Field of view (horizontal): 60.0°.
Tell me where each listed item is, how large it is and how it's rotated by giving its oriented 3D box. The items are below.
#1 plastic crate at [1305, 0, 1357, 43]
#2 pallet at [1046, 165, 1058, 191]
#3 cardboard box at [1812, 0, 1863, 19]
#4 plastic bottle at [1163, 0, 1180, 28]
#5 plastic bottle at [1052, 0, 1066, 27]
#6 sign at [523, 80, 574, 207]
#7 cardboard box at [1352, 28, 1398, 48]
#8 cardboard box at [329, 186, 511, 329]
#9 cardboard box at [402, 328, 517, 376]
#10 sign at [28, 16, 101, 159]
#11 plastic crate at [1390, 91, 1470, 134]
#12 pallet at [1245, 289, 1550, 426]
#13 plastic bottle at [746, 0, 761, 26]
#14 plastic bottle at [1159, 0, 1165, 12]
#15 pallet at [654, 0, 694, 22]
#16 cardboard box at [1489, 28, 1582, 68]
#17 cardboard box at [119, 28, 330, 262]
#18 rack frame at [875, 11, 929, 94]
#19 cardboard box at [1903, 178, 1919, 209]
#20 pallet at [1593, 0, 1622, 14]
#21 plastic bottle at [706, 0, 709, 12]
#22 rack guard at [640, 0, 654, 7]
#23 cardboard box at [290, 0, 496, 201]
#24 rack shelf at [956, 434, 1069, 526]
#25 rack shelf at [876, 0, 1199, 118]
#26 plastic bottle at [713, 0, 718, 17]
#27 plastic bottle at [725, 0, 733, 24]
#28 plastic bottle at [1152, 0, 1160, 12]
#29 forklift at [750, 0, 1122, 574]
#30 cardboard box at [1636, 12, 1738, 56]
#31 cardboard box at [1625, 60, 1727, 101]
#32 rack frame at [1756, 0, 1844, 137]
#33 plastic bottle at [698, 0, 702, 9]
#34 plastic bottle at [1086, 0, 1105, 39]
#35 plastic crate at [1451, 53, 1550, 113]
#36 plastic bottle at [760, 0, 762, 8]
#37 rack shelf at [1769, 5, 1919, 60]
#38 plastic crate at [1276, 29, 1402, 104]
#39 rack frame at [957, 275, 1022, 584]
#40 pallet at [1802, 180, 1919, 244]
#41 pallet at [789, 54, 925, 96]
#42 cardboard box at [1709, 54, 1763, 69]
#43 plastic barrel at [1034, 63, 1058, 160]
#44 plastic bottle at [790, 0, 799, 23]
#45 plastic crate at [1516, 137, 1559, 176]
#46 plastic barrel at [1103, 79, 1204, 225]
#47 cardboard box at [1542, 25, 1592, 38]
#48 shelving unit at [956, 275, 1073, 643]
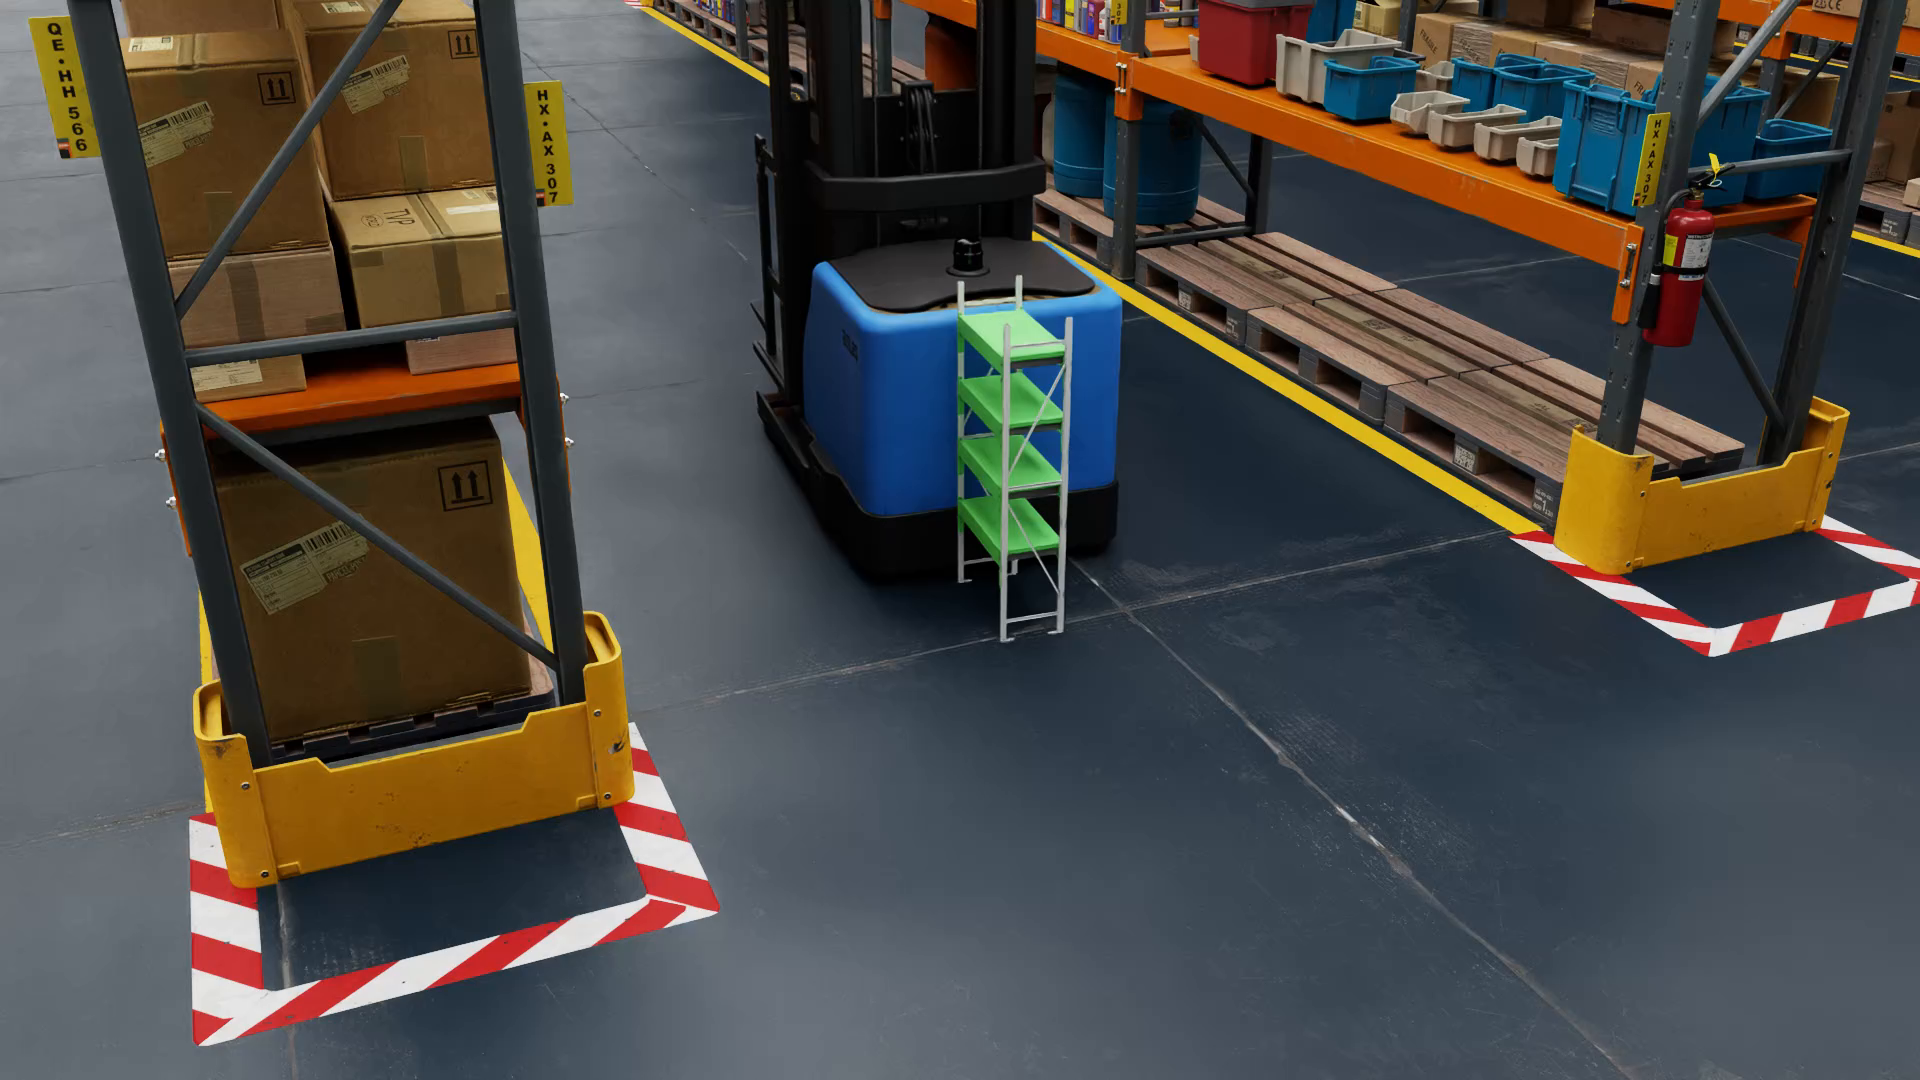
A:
[{"bbox_3d":[1.888,-2.883,9.186,0.392,0.384,0.575,-11,28,-21],"label":"plastic crate"},{"bbox_3d":[0.645,-2.552,11.736,1.003,0.211,1.213,-11,28,-21],"label":"pallet"},{"bbox_3d":[5.899,-3.635,10.662,0.500,0.500,0.500,-10,28,-19],"label":"cardboard box"},{"bbox_3d":[1.309,-3.275,10.265,0.097,0.201,0.097,0,26,0],"label":"plastic bottle"},{"bbox_3d":[0.657,-3.360,10.270,0.144,0.351,0.185,-11,28,-21],"label":"plastic bottle"},{"bbox_3d":[-1.087,-1.045,4.394,0.100,0.325,0.005,-11,28,-21],"label":"sign"},{"bbox_3d":[3.953,-4.581,15.369,0.500,0.250,0.500,-10,28,-19],"label":"cardboard box"},{"bbox_3d":[-1.540,-0.834,4.871,0.500,0.250,0.500,-11,28,-22],"label":"cardboard box"},{"bbox_3d":[-1.435,-0.614,4.876,0.380,0.149,0.250,-10,28,-20],"label":"cardboard box"},{"bbox_3d":[-2.105,-1.066,3.926,0.100,0.325,0.005,-11,28,-21],"label":"sign"},{"bbox_3d":[2.107,-1.929,7.514,0.298,0.136,0.250,-11,28,-21],"label":"plastic crate"},{"bbox_3d":[2.196,-0.957,8.469,1.003,0.211,1.213,-11,28,-21],"label":"pallet"},{"bbox_3d":[-2.127,-5.465,17.043,0.144,0.351,0.185,-11,28,-21],"label":"plastic bottle"},{"bbox_3d":[1.320,-3.434,10.591,0.097,0.201,0.097,0,26,0],"label":"plastic bottle"},{"bbox_3d":[-2.922,-6.233,19.275,1.003,0.211,1.213,-11,28,-21],"label":"pallet"},{"bbox_3d":[4.701,-3.885,13.636,0.500,0.500,0.500,-11,28,-21],"label":"cardboard box"},{"bbox_3d":[-2.033,-1.082,4.524,0.500,0.500,0.500,-10,28,-20],"label":"cardboard box"},{"bbox_3d":[-0.176,-4.608,12.769,1.000,3.000,0.127,-11,28,-21],"label":"rack frame"},{"bbox_3d":[6.263,-2.213,10.592,0.380,0.166,0.250,-11,28,-21],"label":"cardboard box"},{"bbox_3d":[7.680,-6.358,19.531,1.003,0.211,1.213,-11,28,-21],"label":"pallet"},{"bbox_3d":[-2.673,-5.773,17.844,0.097,0.201,0.097,0,26,0],"label":"plastic bottle"},{"bbox_3d":[-3.236,-6.692,19.886,1.175,0.500,0.348,-11,28,-21],"label":"rack guard"},{"bbox_3d":[-1.735,-1.373,5.119,0.500,0.500,0.500,-11,28,-22],"label":"cardboard box"},{"bbox_3d":[0.183,-0.230,6.000,0.258,0.148,0.480,-8,27,-16],"label":"rack shelf"},{"bbox_3d":[0.608,-3.477,11.273,1.077,0.370,4.000,-11,28,-21],"label":"rack shelf"},{"bbox_3d":[-2.521,-5.681,17.570,0.152,0.276,0.135,-10,28,-20],"label":"plastic bottle"},{"bbox_3d":[-2.335,-5.518,17.150,0.144,0.351,0.185,-12,29,-23],"label":"plastic bottle"},{"bbox_3d":[1.292,-3.521,10.675,0.061,0.283,0.133,-11,28,-21],"label":"plastic bottle"},{"bbox_3d":[-0.318,-1.813,7.122,1.130,2.935,3.031,-8,27,-16],"label":"forklift"},{"bbox_3d":[5.593,-3.895,12.801,0.500,0.250,0.500,-11,28,-20],"label":"cardboard box"},{"bbox_3d":[5.307,-3.268,12.372,0.500,0.500,0.500,-10,28,-20],"label":"cardboard box"},{"bbox_3d":[5.950,-3.843,11.201,1.000,3.000,0.127,-11,28,-21],"label":"rack frame"},{"bbox_3d":[-2.813,-5.935,18.080,0.061,0.283,0.133,-10,28,-20],"label":"plastic bottle"},{"bbox_3d":[0.806,-3.130,9.874,0.061,0.283,0.133,-11,28,-21],"label":"plastic bottle"},{"bbox_3d":[2.530,-2.139,7.834,0.416,0.233,0.300,-11,28,-21],"label":"plastic crate"},{"bbox_3d":[-2.166,-5.920,18.145,0.097,0.201,0.097,0,26,0],"label":"plastic bottle"},{"bbox_3d":[6.733,-2.712,9.706,1.077,0.370,4.000,-11,28,-21],"label":"rack shelf"},{"bbox_3d":[1.819,-2.319,8.147,0.437,0.282,0.530,-11,28,-21],"label":"plastic crate"},{"bbox_3d":[0.107,-0.390,6.180,0.240,1.200,0.015,-8,27,-16],"label":"rack frame"},{"bbox_3d":[6.218,-2.312,11.245,1.003,0.211,1.213,-11,28,-21],"label":"pallet"},{"bbox_3d":[-0.917,-4.166,15.042,1.003,0.211,1.213,-11,28,-21],"label":"pallet"},{"bbox_3d":[5.766,-3.368,12.576,0.500,0.500,0.500,-10,28,-20],"label":"cardboard box"},{"bbox_3d":[0.474,-3.062,11.873,0.600,0.588,0.708,-11,28,-21],"label":"plastic barrel"},{"bbox_3d":[-1.713,-5.511,17.213,0.061,0.283,0.133,-11,28,-21],"label":"plastic bottle"},{"bbox_3d":[2.471,-1.585,6.809,0.396,0.136,0.243,-11,28,-21],"label":"plastic crate"},{"bbox_3d":[1.193,-2.461,10.285,0.600,0.901,0.708,-11,28,-21],"label":"plastic barrel"},{"bbox_3d":[5.168,-3.986,13.842,0.500,0.500,0.500,-12,28,-22],"label":"cardboard box"},{"bbox_3d":[0.183,-0.288,5.972,0.258,1.200,0.503,-8,27,-16],"label":"shelving unit"}]
